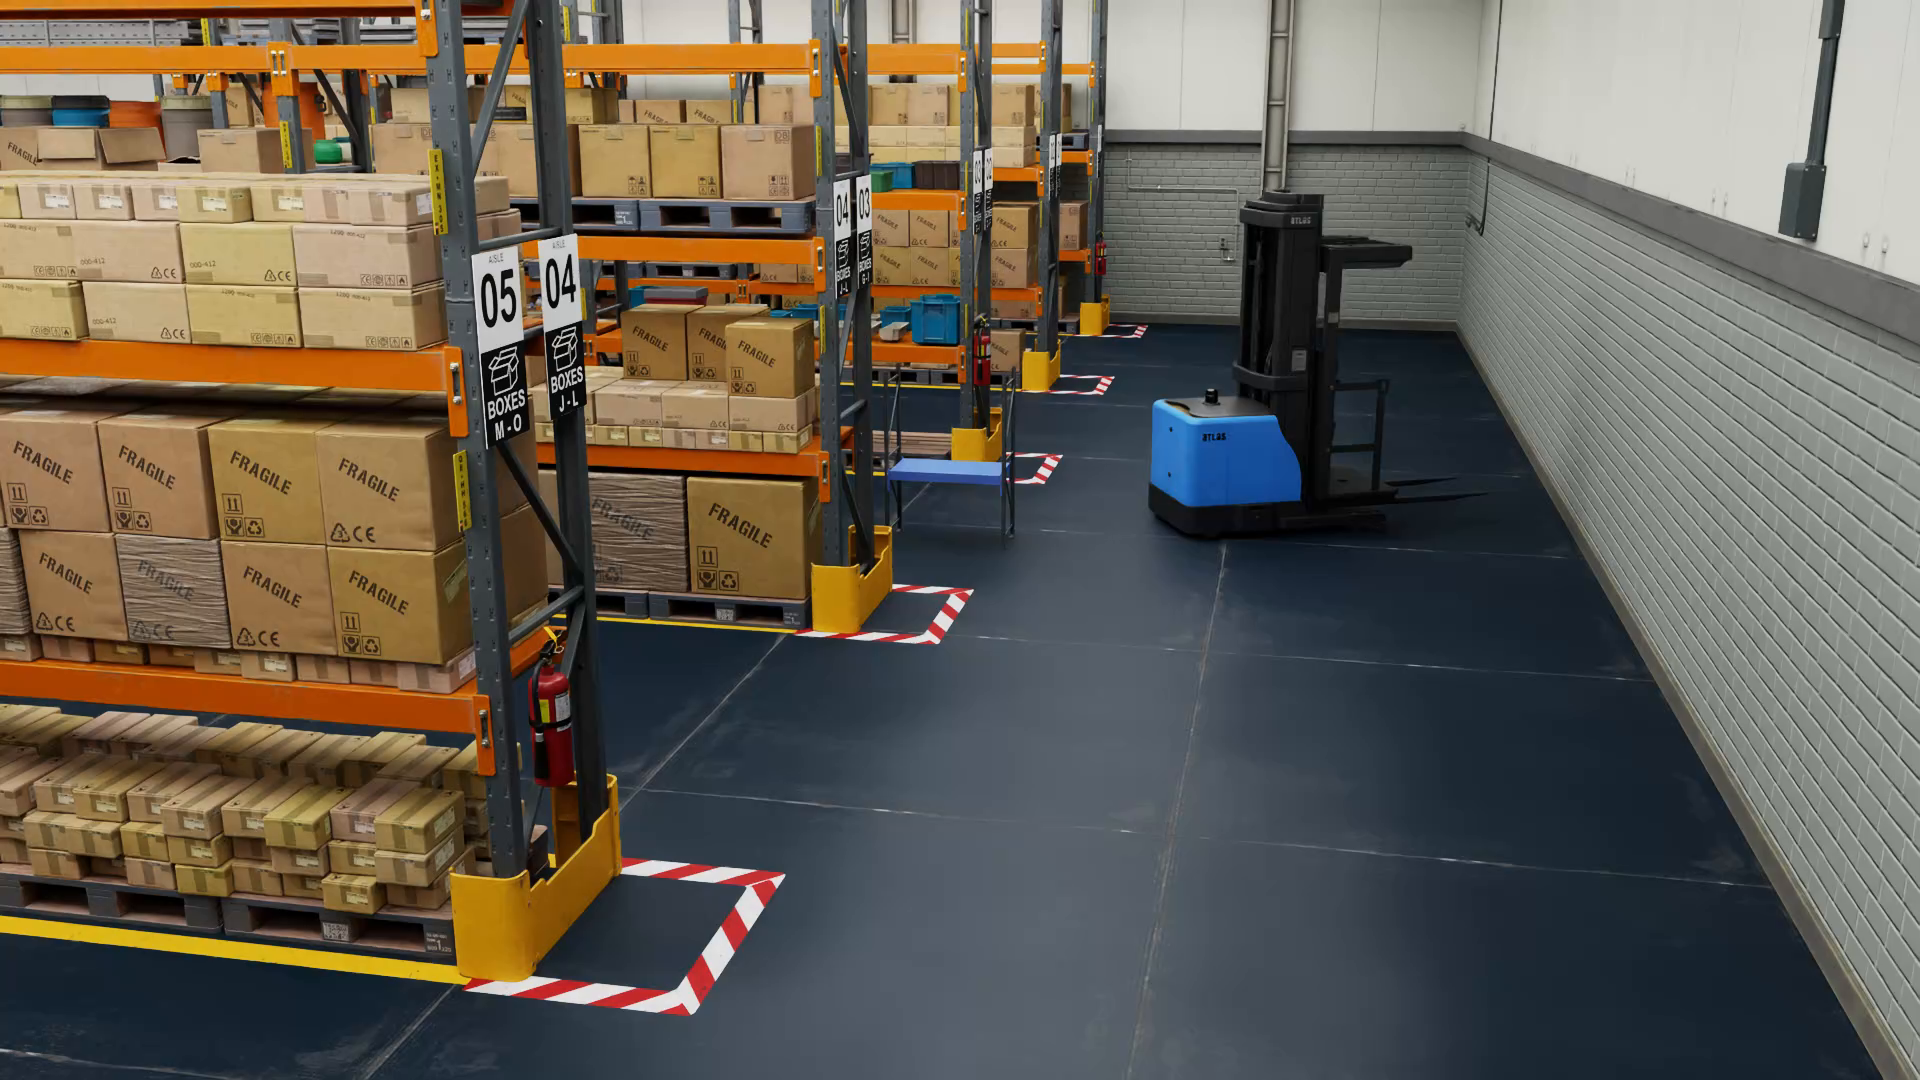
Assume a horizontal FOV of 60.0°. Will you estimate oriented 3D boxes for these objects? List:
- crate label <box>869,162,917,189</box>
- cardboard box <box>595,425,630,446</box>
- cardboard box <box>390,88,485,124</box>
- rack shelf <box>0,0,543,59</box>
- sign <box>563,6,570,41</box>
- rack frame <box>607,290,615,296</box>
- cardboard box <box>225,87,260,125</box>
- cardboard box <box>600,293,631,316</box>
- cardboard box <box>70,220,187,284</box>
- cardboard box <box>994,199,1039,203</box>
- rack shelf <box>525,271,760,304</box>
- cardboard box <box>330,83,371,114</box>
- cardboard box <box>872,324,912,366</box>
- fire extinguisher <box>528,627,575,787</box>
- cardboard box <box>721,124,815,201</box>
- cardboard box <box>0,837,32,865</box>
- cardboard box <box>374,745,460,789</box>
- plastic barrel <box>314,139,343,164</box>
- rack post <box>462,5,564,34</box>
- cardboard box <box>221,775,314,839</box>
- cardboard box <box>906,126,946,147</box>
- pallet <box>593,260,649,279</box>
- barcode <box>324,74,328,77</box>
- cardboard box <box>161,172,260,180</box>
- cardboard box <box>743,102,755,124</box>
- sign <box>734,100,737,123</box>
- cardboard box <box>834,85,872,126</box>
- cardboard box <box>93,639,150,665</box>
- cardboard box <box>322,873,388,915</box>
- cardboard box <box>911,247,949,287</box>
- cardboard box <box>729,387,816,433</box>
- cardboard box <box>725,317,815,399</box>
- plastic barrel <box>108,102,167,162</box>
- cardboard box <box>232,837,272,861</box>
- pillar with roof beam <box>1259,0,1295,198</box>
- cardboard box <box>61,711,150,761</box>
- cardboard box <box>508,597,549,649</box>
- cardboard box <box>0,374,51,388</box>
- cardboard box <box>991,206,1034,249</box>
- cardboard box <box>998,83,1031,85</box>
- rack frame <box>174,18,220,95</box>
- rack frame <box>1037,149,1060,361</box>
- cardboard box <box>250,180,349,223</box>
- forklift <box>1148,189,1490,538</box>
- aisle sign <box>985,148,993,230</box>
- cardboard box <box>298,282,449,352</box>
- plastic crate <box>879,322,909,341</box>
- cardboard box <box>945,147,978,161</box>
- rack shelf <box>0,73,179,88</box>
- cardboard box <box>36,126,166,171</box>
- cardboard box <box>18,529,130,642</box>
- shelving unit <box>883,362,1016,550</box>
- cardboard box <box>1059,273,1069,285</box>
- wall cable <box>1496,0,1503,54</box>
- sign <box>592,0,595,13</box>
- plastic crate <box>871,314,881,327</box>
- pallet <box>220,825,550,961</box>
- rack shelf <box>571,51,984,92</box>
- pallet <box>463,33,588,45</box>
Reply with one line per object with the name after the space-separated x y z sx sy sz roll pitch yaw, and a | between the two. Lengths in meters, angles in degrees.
-0.679 -3.729 16.995 0.502 0.251 0.408 3 16 11 | crate label
-2.496 -0.805 12.250 0.250 0.149 0.380 3 16 11 | cardboard box
-3.826 -3.193 12.213 0.500 0.250 0.500 2 16 7 | cardboard box
-3.873 -2.283 7.230 4.000 0.370 1.077 3 16 11 | rack shelf
-3.870 -5.081 16.369 0.005 0.325 0.100 3 16 11 | sign
-5.704 -5.239 27.785 0.127 3.000 1.000 3 16 11 | rack frame
-10.011 -6.049 23.182 0.500 0.500 0.500 3 16 12 | cardboard box
-4.665 -3.268 23.124 0.500 0.250 0.500 3 16 10 | cardboard box
-3.418 -1.261 7.150 0.500 0.250 0.500 3 16 12 | cardboard box
0.918 -5.018 26.426 0.700 0.700 0.980 3 16 11 | cardboard box
-4.728 -3.490 22.818 4.000 0.370 1.077 3 16 11 | rack shelf
-10.169 -7.392 27.844 0.500 0.500 0.500 2 16 6 | cardboard box
-0.926 -2.640 22.257 0.637 0.503 0.797 3 16 11 | cardboard box
-1.759 0.717 7.126 0.183 0.674 0.296 3 16 11 | fire extinguisher
-1.346 -2.684 11.781 0.500 0.500 0.700 2 16 8 | cardboard box
-4.496 1.448 8.200 0.250 0.149 0.380 2 16 9 | cardboard box
-2.653 1.151 8.157 0.250 0.149 0.380 3 16 12 | cardboard box
-6.686 -4.104 17.573 0.294 0.245 0.294 0 15 0 | plastic barrel
-4.578 -5.342 17.062 0.954 0.300 0.937 3 16 10 | rack post
-3.238 1.250 7.800 0.250 0.149 0.380 2 16 9 | cardboard box
-0.382 -5.146 21.176 0.500 0.250 0.500 3 16 11 | cardboard box
-4.781 -3.748 22.763 1.213 0.211 1.003 3 16 11 | pallet
-10.901 -7.999 28.572 0.075 0.075 0.001 3 16 11 | barcode
-3.434 -1.607 7.652 0.250 0.149 0.380 4 16 13 | cardboard box
-3.184 -6.820 26.863 0.500 0.500 0.700 3 16 10 | cardboard box
-2.875 -5.469 21.291 0.005 0.325 0.100 3 16 11 | sign
-1.331 -5.601 21.413 0.500 0.500 0.700 3 16 11 | cardboard box
-3.797 0.443 7.746 0.250 0.149 0.380 3 16 12 | cardboard box
-2.743 1.577 7.733 0.250 0.149 0.380 4 16 13 | cardboard box
-0.338 -3.573 21.583 0.500 0.500 0.500 3 16 12 | cardboard box
-1.354 -0.953 12.038 0.500 0.250 0.500 3 16 10 | cardboard box
-1.356 -1.315 11.941 0.500 0.500 0.500 3 16 12 | cardboard box
-9.081 -4.435 18.460 0.708 0.830 0.600 3 16 11 | plastic barrel
-3.240 1.373 7.914 0.250 0.149 0.380 3 16 10 | cardboard box
4.095 -6.661 21.681 0.400 9.000 9.100 3 16 11 | pillar with roof beam
-4.407 1.028 8.600 0.250 0.149 0.380 2 16 8 | cardboard box
-2.166 0.384 7.956 0.250 0.149 0.380 3 16 11 | cardboard box
-4.811 -0.540 8.203 0.500 0.500 0.500 3 16 9 | cardboard box
0.661 -3.999 21.249 0.500 0.500 0.500 3 16 11 | cardboard box
0.875 -6.795 25.688 0.500 0.500 0.500 4 16 13 | cardboard box
-10.608 -7.047 23.074 0.127 3.000 1.000 3 16 11 | rack frame
1.152 -3.517 21.570 0.127 3.000 1.000 3 16 11 | rack frame
-2.772 -1.433 7.025 0.250 0.149 0.380 3 16 9 | cardboard box
3.306 -1.621 14.853 3.031 2.935 1.130 -4 16 -13 | forklift
0.291 -3.548 16.812 0.004 0.787 0.394 3 16 11 | aisle sign
-2.412 -0.962 7.008 0.500 0.250 0.500 3 16 10 | cardboard box
-0.674 -2.119 16.906 0.243 0.136 0.396 3 16 11 | plastic crate
0.108 -4.878 21.146 0.500 0.250 0.500 3 16 11 | cardboard box
-12.568 -6.614 23.607 4.000 0.370 1.077 3 16 11 | rack shelf
-6.660 -2.946 12.909 0.637 0.503 0.797 3 16 10 | cardboard box
-3.894 0.136 7.638 0.500 0.500 0.500 4 16 14 | cardboard box
-0.084 -0.727 14.308 1.048 1.500 0.538 3 16 11 | shelving unit
1.592 -4.180 26.645 0.250 0.149 0.380 3 16 11 | cardboard box
7.067 -7.540 21.210 0.112 2.526 3.097 3 16 11 | wall cable
-5.803 -8.476 26.335 0.005 0.325 0.100 3 16 11 | sign
-0.978 -2.297 17.548 0.298 0.136 0.250 3 16 11 | plastic crate
-2.777 1.654 8.127 1.213 0.211 1.003 3 16 11 | pallet
-1.799 -4.680 16.625 4.000 0.370 1.077 3 16 11 | rack shelf
-4.576 -5.078 17.069 1.213 0.211 1.003 3 16 11 | pallet
